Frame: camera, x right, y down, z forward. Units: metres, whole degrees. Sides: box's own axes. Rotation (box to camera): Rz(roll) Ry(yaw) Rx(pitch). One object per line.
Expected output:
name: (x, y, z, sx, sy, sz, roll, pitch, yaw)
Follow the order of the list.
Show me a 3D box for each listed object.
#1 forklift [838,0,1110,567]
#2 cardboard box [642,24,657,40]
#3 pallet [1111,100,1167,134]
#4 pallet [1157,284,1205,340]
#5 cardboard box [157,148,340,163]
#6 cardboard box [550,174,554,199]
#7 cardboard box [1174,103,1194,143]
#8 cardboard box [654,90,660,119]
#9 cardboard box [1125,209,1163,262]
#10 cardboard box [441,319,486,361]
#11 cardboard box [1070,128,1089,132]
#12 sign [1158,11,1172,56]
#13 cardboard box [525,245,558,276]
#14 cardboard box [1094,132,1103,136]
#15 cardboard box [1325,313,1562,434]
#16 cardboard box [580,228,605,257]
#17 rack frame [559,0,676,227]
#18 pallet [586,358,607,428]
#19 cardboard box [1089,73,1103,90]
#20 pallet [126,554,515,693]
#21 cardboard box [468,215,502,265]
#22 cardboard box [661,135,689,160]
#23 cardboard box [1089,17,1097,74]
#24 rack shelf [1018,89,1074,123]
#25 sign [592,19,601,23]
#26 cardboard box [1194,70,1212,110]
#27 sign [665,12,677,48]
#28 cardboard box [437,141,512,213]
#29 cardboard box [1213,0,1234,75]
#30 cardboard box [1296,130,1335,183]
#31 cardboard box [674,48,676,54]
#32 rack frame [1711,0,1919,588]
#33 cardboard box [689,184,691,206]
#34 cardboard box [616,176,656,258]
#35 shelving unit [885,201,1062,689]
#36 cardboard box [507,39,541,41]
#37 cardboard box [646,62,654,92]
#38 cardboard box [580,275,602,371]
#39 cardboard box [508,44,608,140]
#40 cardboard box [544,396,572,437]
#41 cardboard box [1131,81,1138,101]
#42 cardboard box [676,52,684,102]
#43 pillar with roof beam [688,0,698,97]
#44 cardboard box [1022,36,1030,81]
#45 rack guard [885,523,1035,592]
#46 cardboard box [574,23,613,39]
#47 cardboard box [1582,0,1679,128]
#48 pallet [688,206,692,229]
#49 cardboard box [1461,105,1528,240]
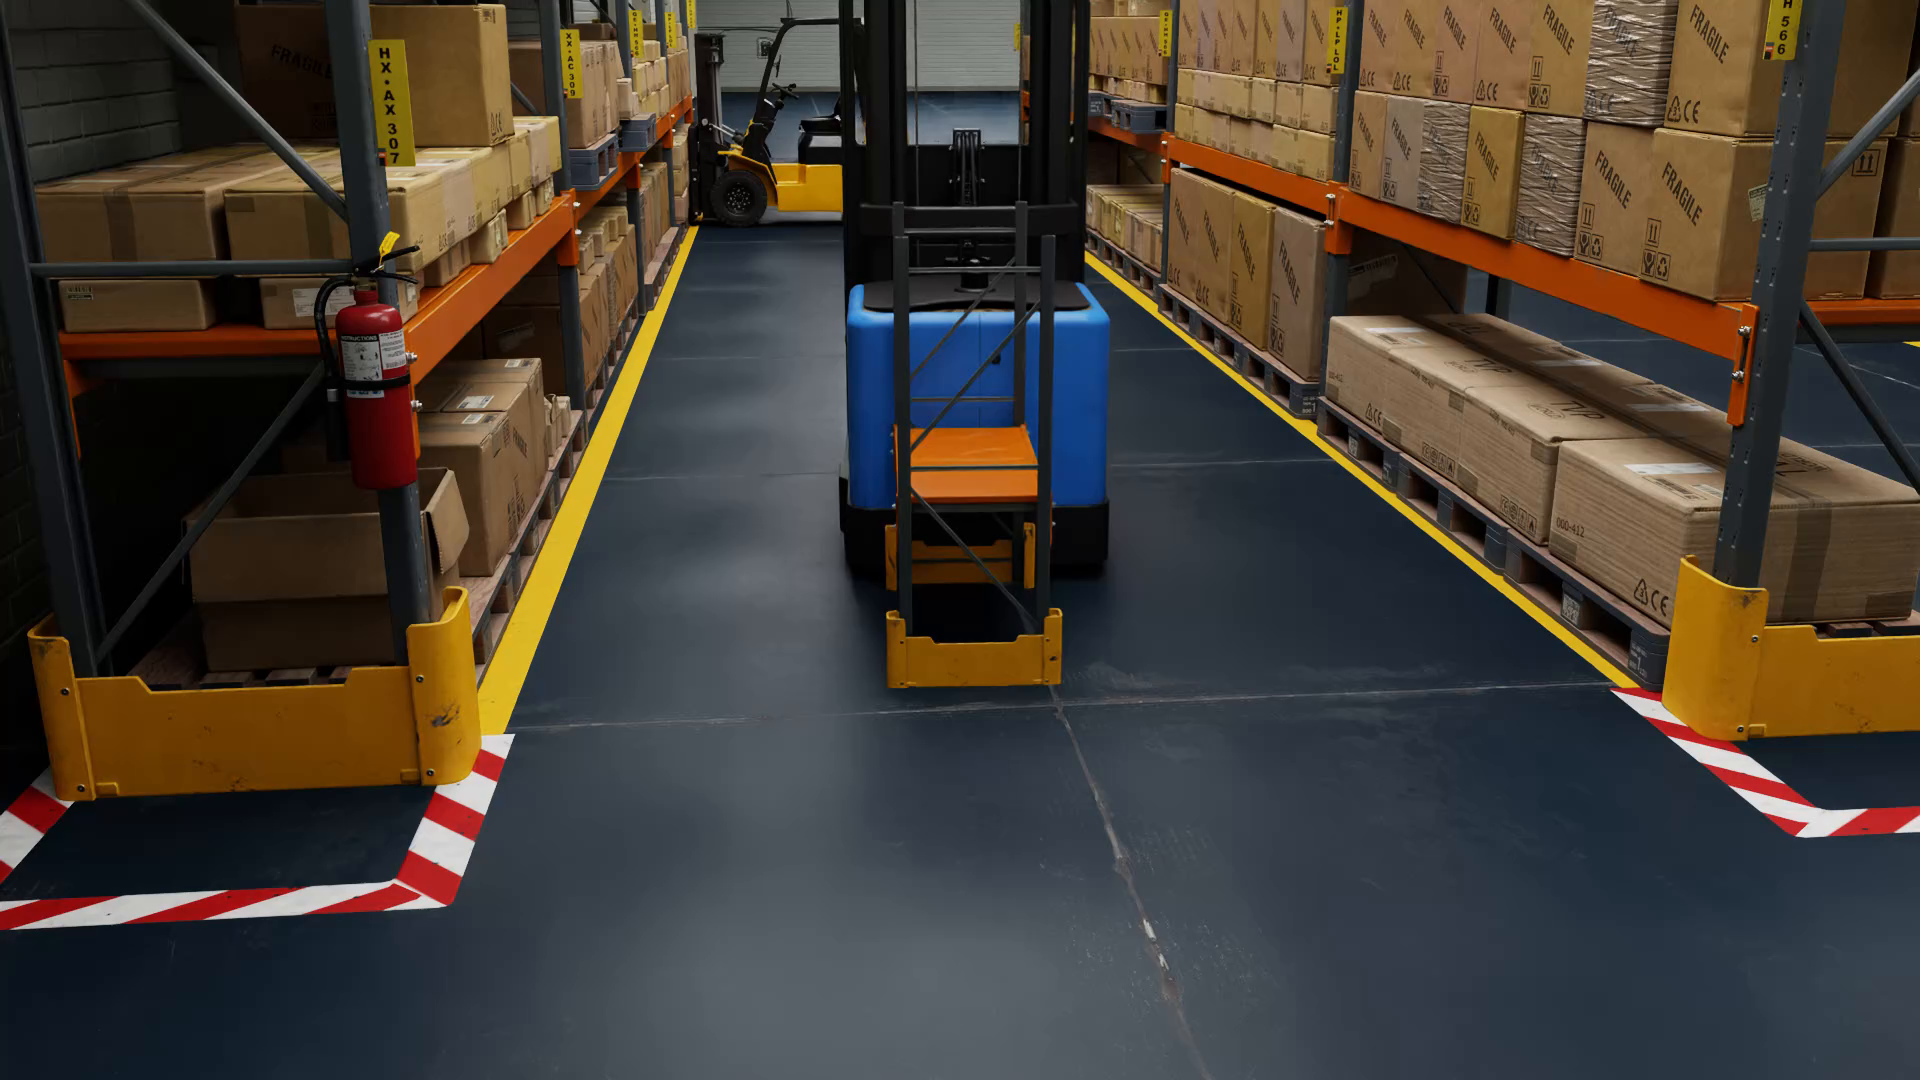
forklift: (0.007, -1.681, 7.638, 1.130, 2.935, 3.031, -1, 17, -3)
cardboard box: (-3.021, -4.902, 16.038, 0.380, 0.149, 0.250, -1, 17, -5)
pallet: (1.886, -3.379, 13.254, 1.213, 0.211, 1.003, -2, 18, -6)
pallet: (2.072, -1.694, 12.221, 1.003, 0.211, 1.213, -2, 18, -6)
cardboard box: (-2.456, -1.224, 5.823, 0.500, 0.250, 0.500, -1, 17, -4)
cardboard box: (-2.174, -1.709, 8.031, 0.380, 0.149, 0.250, -2, 17, -5)
cardboard box: (1.866, -3.037, 12.092, 0.500, 0.250, 0.500, -2, 18, -7)
cardboard box: (-2.893, -3.787, 14.482, 0.500, 0.250, 0.500, -2, 18, -5)
cardboard box: (1.933, -2.597, 14.126, 0.950, 0.372, 0.625, -2, 18, -7)
cardboard box: (-2.803, -1.061, 9.019, 0.500, 0.500, 0.500, -2, 18, -6)
cardboard box: (1.154, -4.330, 18.600, 0.500, 0.500, 0.500, -1, 17, -5)
sign: (1.527, -3.757, 12.335, 0.100, 0.325, 0.005, -2, 18, -6)
cardboard box: (-2.291, -1.488, 8.802, 0.380, 0.149, 0.250, -2, 18, -7)
cardboard box: (1.742, -4.198, 18.177, 0.500, 0.500, 0.500, -1, 17, -3)
cardboard box: (2.436, -0.858, 8.478, 0.875, 0.438, 0.875, -2, 18, -6)
cardboard box: (-2.459, -1.889, 10.577, 0.380, 0.149, 0.250, -3, 18, -8)
rack frame: (-3.284, -4.299, 15.863, 1.000, 3.000, 0.127, -2, 18, -6)
pallet: (-2.580, -0.826, 9.457, 1.003, 0.211, 1.213, -2, 18, -6)
cardboard box: (1.413, -4.285, 15.536, 0.380, 0.149, 0.250, -1, 17, -5)
pallet: (-2.137, 0.347, 5.721, 1.003, 0.211, 1.213, -2, 18, -6)
cardboard box: (-1.890, -1.096, 6.079, 0.380, 0.149, 0.250, -2, 18, -7)
cardboard box: (-3.127, -4.119, 17.509, 0.500, 0.250, 0.500, -1, 17, -4)
cardboard box: (1.468, -4.546, 15.284, 0.500, 0.500, 0.500, -2, 18, -5)
rack shelf: (1.447, -4.706, 18.361, 1.077, 0.370, 4.000, -2, 18, -6)
sign: (-4.249, -5.926, 19.469, 0.100, 0.325, 0.005, -2, 18, -6)
cardboard box: (1.925, -3.116, 11.511, 0.500, 0.250, 0.500, -1, 17, -4)
sign: (-2.745, -4.833, 15.764, 0.100, 0.325, 0.005, -2, 18, -6)
cardboard box: (-2.007, -1.391, 6.352, 0.500, 0.250, 0.500, -2, 18, -7)
cardboard box: (1.972, -3.330, 10.940, 0.500, 0.500, 0.500, -1, 17, -4)
cardboard box: (2.181, -2.124, 9.186, 0.500, 0.250, 0.500, -2, 18, -7)
cardboard box: (-3.115, -5.067, 17.060, 0.380, 0.149, 0.250, -2, 18, -6)
rack frame: (2.891, -0.878, 4.967, 1.000, 3.000, 0.127, -2, 18, -6)
cardboard box: (-3.173, -3.797, 18.154, 0.500, 0.250, 0.500, -1, 17, -4)
cardboard box: (-3.067, -2.756, 14.211, 0.875, 0.625, 0.625, -3, 18, -8)
shelving unit: (0.024, -0.380, 5.883, 0.587, 1.500, 1.083, -1, 17, -3)
cardboard box: (-2.974, -3.197, 11.485, 0.500, 0.500, 0.500, -1, 17, -3)
cardboard box: (-2.838, -3.871, 13.916, 0.500, 0.250, 0.500, -2, 17, -5)
cardboard box: (-2.349, -1.233, 9.568, 0.500, 0.500, 0.500, -2, 18, -6)
cardboard box: (-2.339, -2.469, 9.166, 0.700, 0.500, 0.500, -2, 17, -5)
cardboard box: (-2.109, -0.599, 8.135, 0.380, 0.149, 0.250, -2, 18, -7)
cardboard box: (1.610, -3.659, 13.543, 0.380, 0.149, 0.250, -3, 18, -8)
cardboard box: (-3.224, -4.943, 17.747, 0.500, 0.500, 0.500, -2, 18, -5)
pillar with roof beam: (-3.333, -17.189, 46.905, 9.100, 9.000, 0.400, -2, 18, -6)
cardboard box: (1.014, -5.685, 19.615, 0.500, 0.500, 0.500, -2, 18, -6)
rack guard: (0.001, 0.067, 6.545, 0.587, 0.250, 0.087, -1, 17, -3)
cardboard box: (-3.642, -5.039, 16.472, 0.380, 0.149, 0.250, -2, 18, -6)
cardboard box: (2.521, -1.694, 5.730, 0.500, 0.500, 0.500, -2, 18, -5)
pallet: (-3.453, -3.571, 18.200, 1.003, 0.211, 1.213, -2, 18, -6)
cardboard box: (2.412, -1.518, 6.838, 0.500, 0.500, 0.500, -1, 17, -4)
